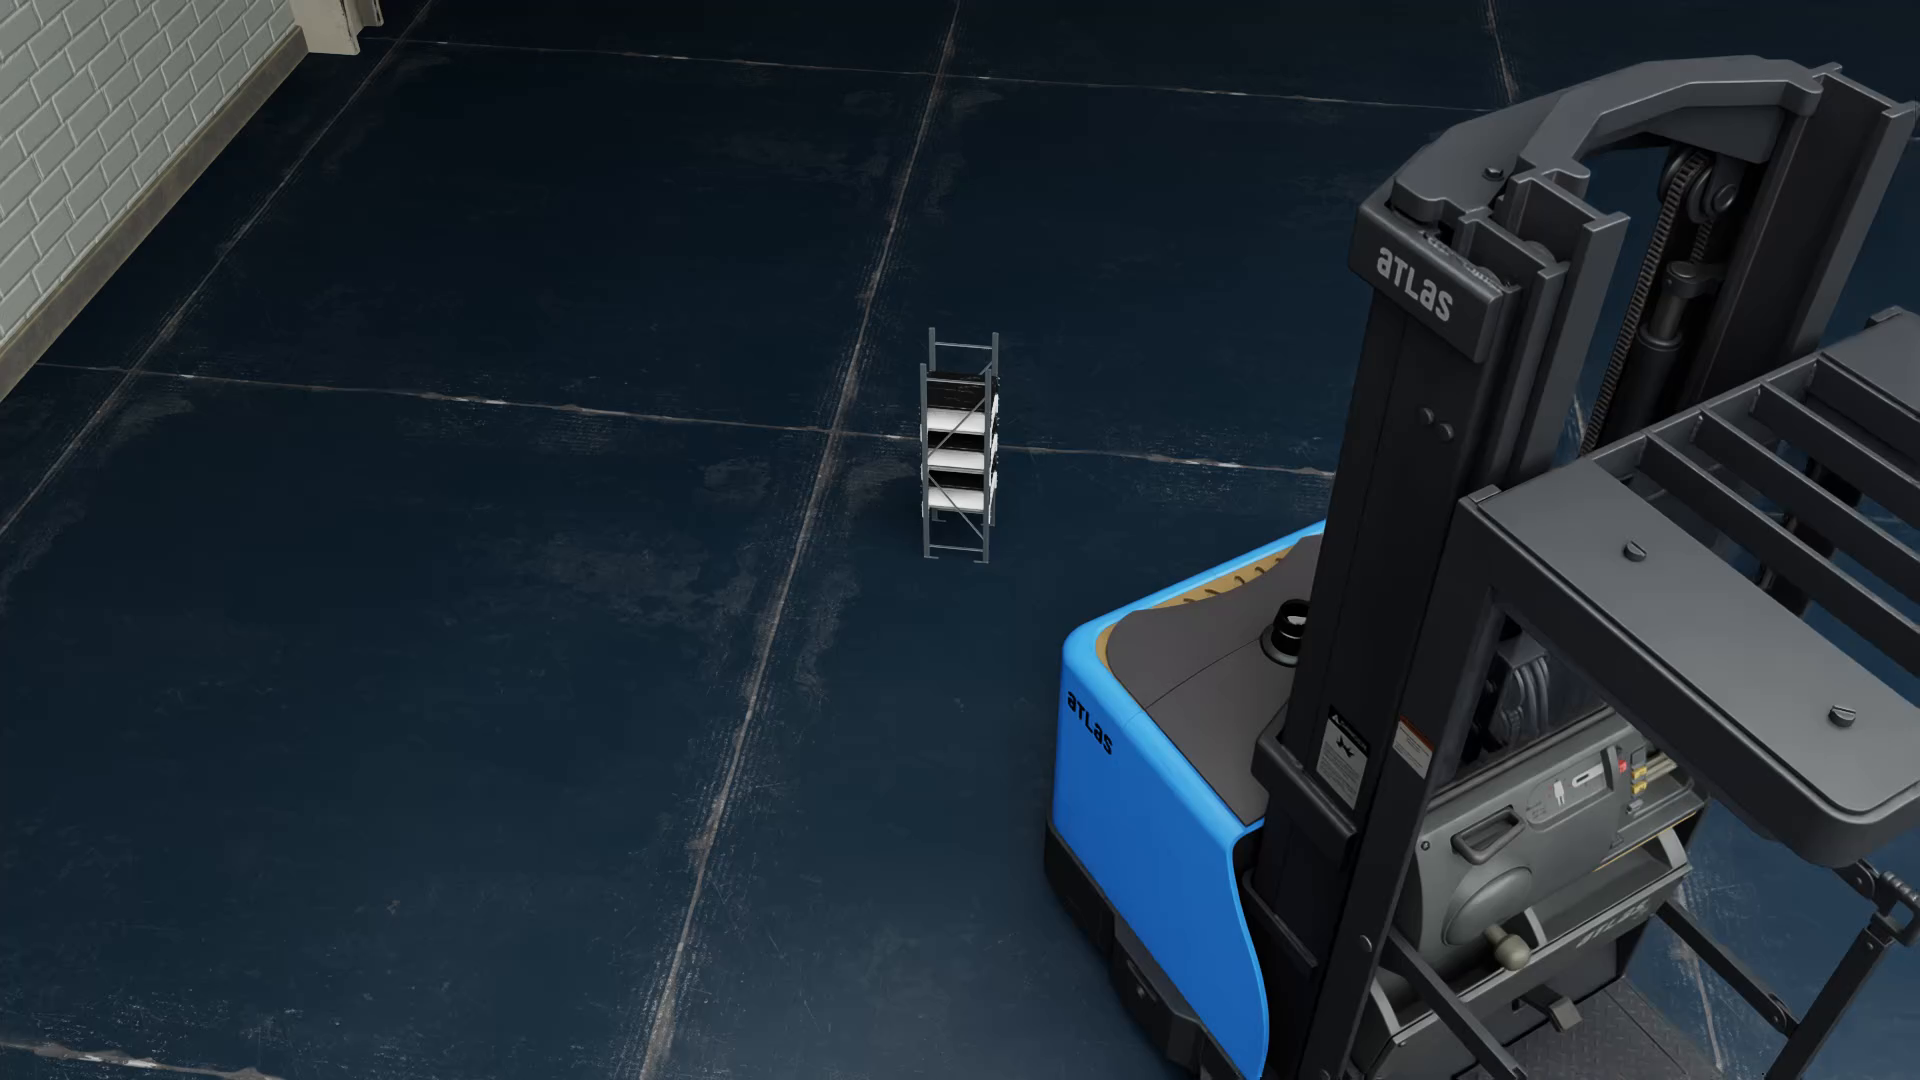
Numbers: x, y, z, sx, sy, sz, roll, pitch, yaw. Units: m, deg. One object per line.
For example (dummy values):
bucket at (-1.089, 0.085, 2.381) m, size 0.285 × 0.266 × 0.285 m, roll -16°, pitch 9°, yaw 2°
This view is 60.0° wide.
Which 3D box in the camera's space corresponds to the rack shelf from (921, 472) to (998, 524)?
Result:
rack shelf at (-0.001, -0.166, 6.081) m, size 0.258 × 0.077 × 0.200 m, roll 5°, pitch 44°, yaw 6°

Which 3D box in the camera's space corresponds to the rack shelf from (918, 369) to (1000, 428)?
rack shelf at (-0.001, -0.493, 5.772) m, size 0.258 × 0.077 × 0.200 m, roll 5°, pitch 44°, yaw 6°

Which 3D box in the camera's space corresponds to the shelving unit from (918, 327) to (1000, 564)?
shelving unit at (-0.001, -0.321, 5.935) m, size 0.258 × 0.900 × 0.210 m, roll 5°, pitch 44°, yaw 6°

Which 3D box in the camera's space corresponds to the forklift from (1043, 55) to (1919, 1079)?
forklift at (1.430, 0.675, 3.406) m, size 1.130 × 2.935 × 3.031 m, roll -22°, pitch 48°, yaw -21°

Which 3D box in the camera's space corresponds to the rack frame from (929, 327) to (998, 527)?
rack frame at (0.012, -0.391, 6.008) m, size 0.240 × 0.900 × 0.006 m, roll 5°, pitch 44°, yaw 6°

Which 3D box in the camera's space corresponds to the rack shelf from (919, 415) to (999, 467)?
rack shelf at (-0.001, -0.362, 5.896) m, size 0.258 × 0.077 × 0.200 m, roll 5°, pitch 44°, yaw 6°

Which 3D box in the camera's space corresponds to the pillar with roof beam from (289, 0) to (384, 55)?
pillar with roof beam at (0.863, -5.659, 5.682) m, size 9.100 × 9.000 × 0.400 m, roll 5°, pitch 44°, yaw 6°

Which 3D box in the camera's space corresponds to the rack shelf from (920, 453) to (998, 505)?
rack shelf at (-0.001, -0.232, 6.020) m, size 0.258 × 0.077 × 0.200 m, roll 5°, pitch 44°, yaw 6°

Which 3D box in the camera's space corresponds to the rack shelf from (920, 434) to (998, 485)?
rack shelf at (-0.001, -0.297, 5.958) m, size 0.258 × 0.077 × 0.200 m, roll 5°, pitch 44°, yaw 6°

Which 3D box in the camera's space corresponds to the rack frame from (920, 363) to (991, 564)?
rack frame at (-0.015, -0.252, 5.862) m, size 0.240 × 0.900 × 0.006 m, roll 5°, pitch 44°, yaw 6°

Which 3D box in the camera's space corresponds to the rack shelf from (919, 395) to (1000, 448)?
rack shelf at (-0.001, -0.428, 5.834) m, size 0.258 × 0.077 × 0.200 m, roll 5°, pitch 44°, yaw 6°
